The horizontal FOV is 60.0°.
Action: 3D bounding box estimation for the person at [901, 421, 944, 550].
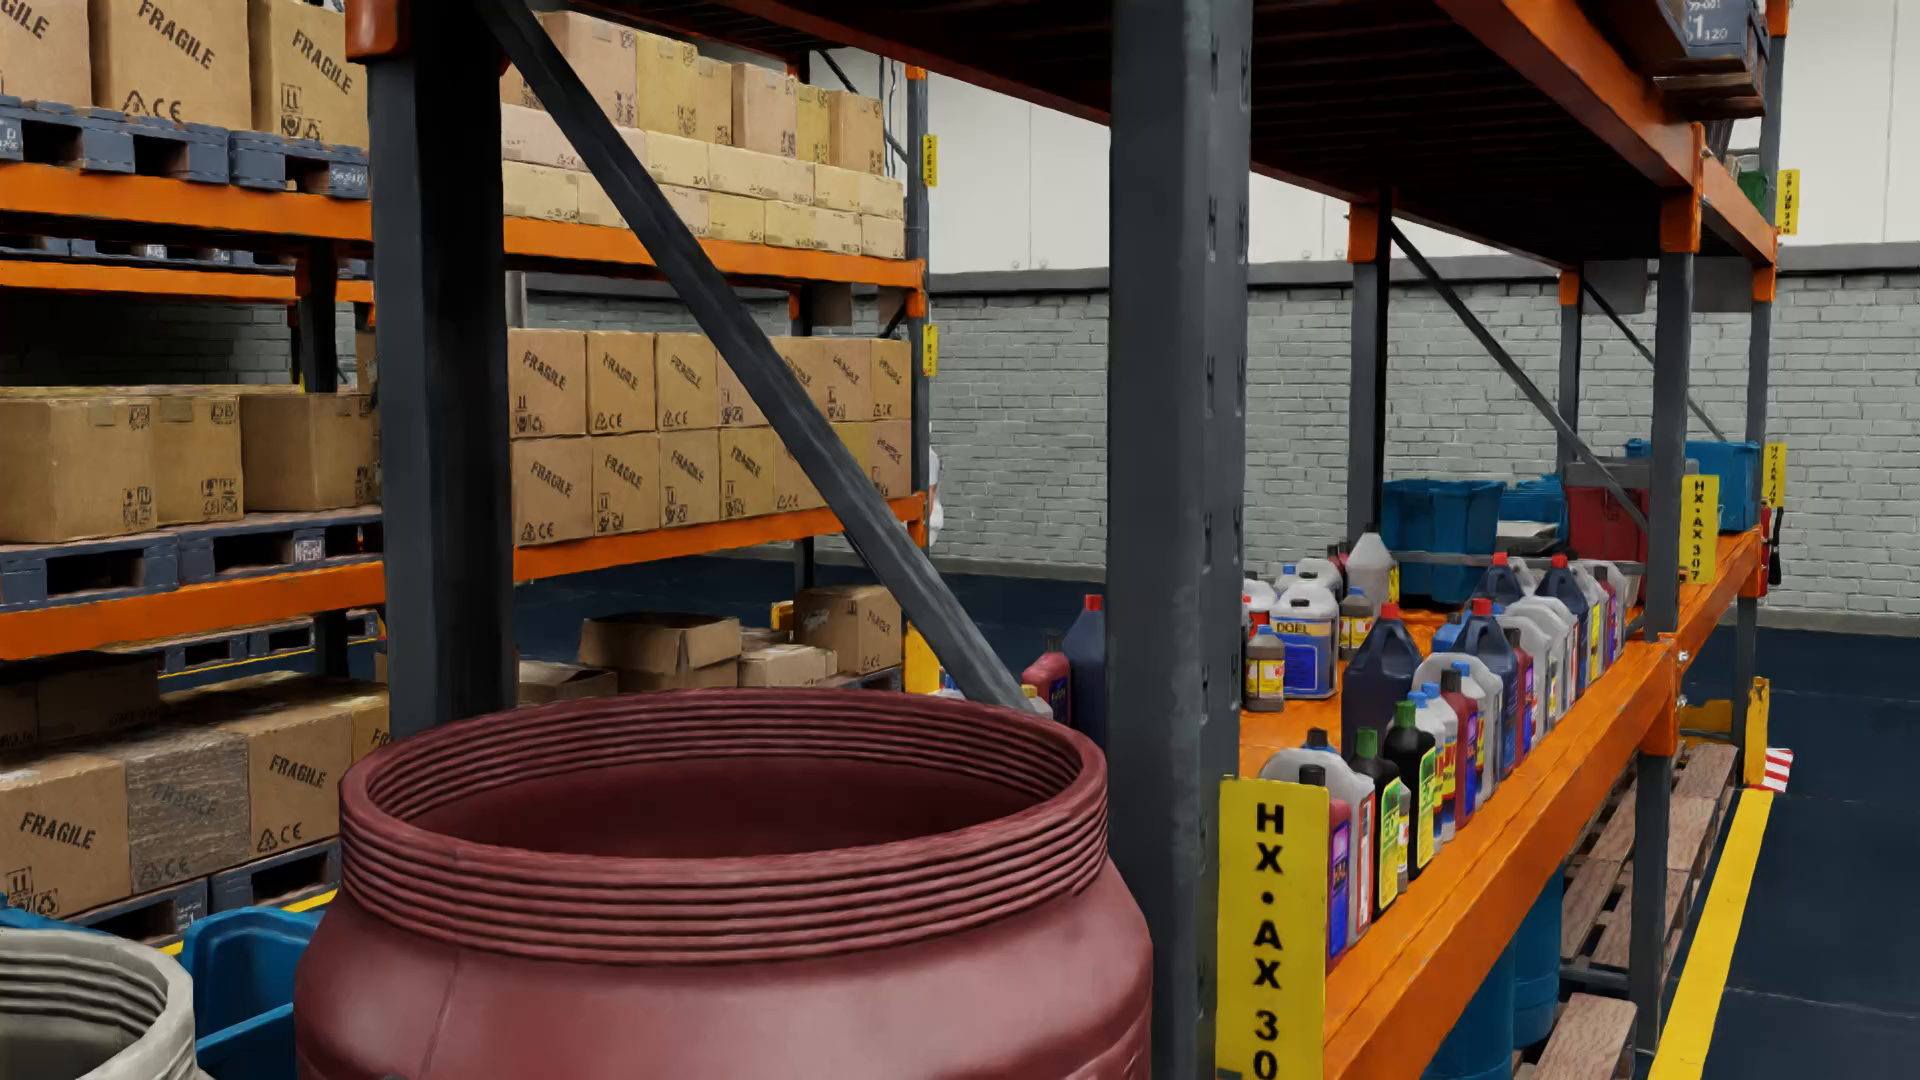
[{"bbox_3d":[-0.352,-0.054,12.553,0.462,1.770,0.655,-2,6,-20],"label":"person"}]
